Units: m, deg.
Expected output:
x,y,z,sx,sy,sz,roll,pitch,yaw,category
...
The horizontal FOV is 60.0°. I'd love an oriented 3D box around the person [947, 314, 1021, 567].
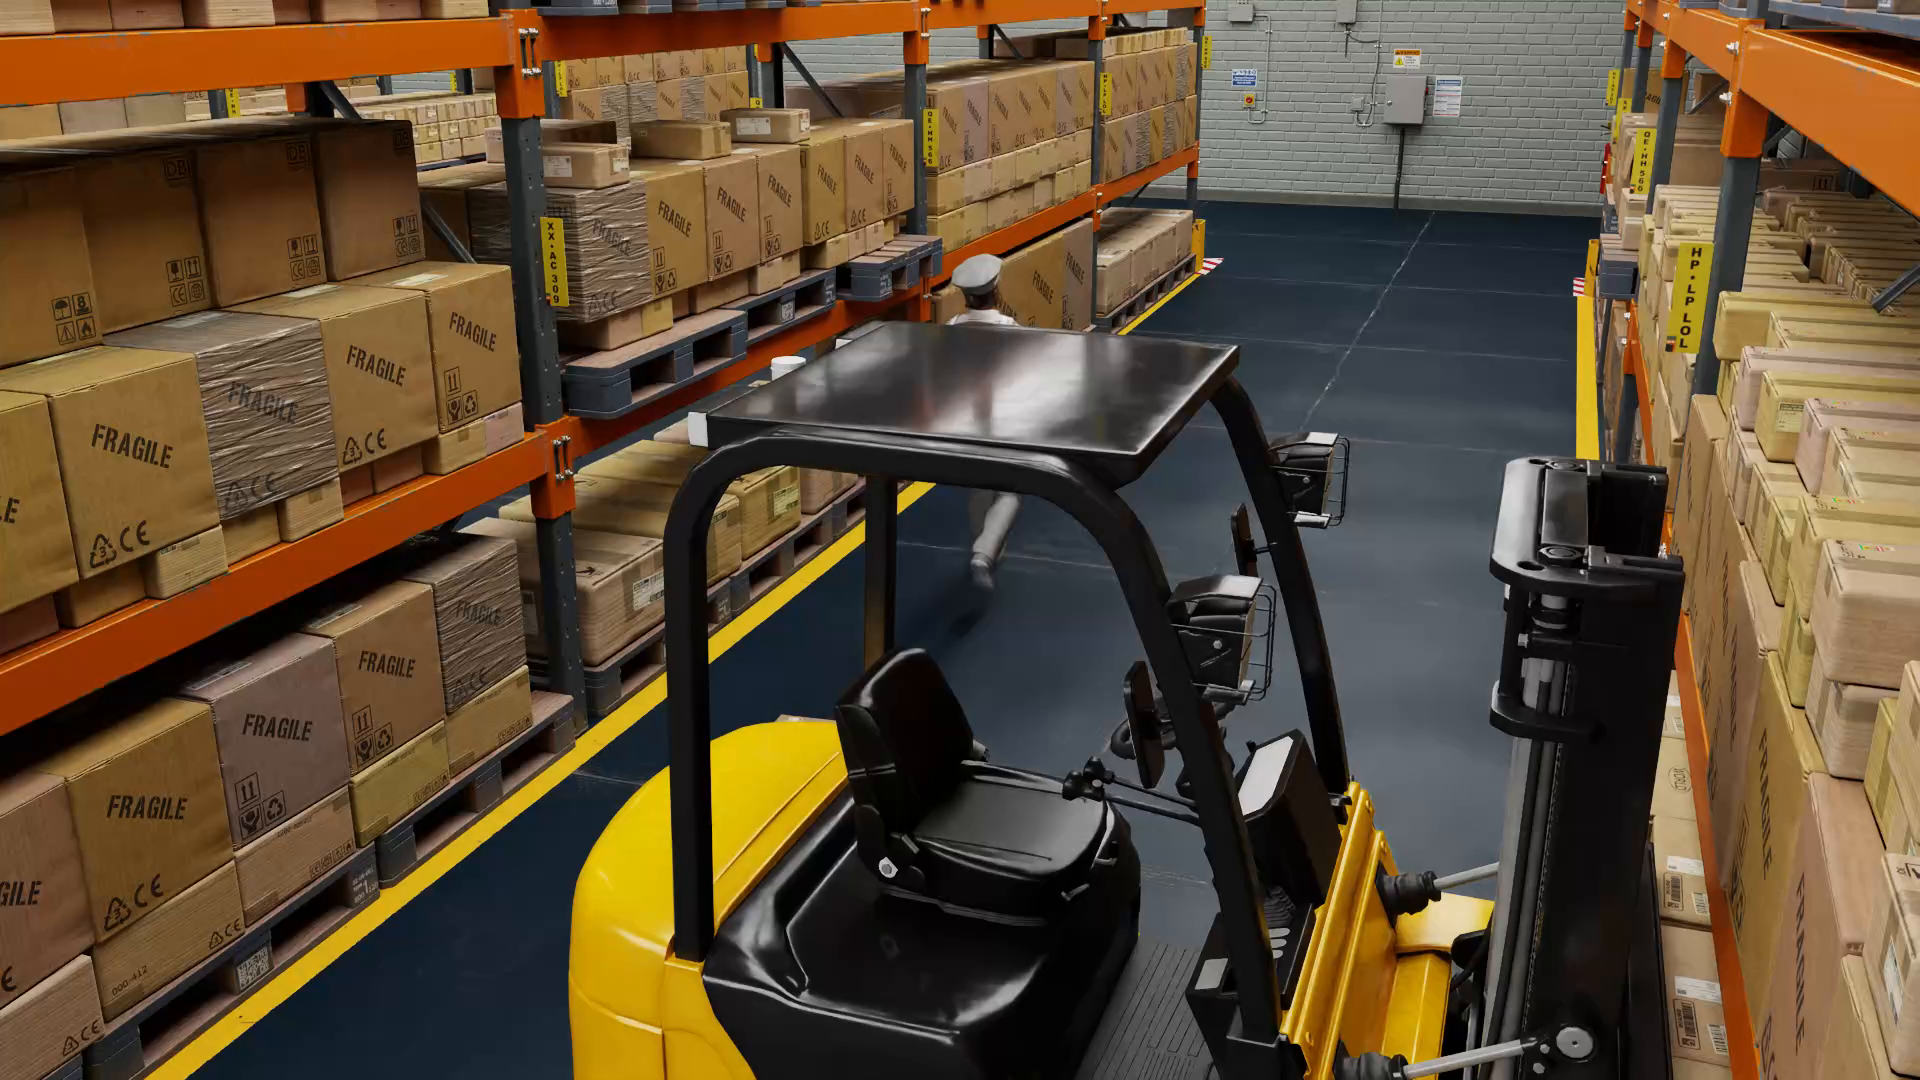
x,y,z,sx,sy,sz,roll,pitch,yaw,category
0.105,-0.461,8.170,0.383,1.321,0.680,7,20,19,person
